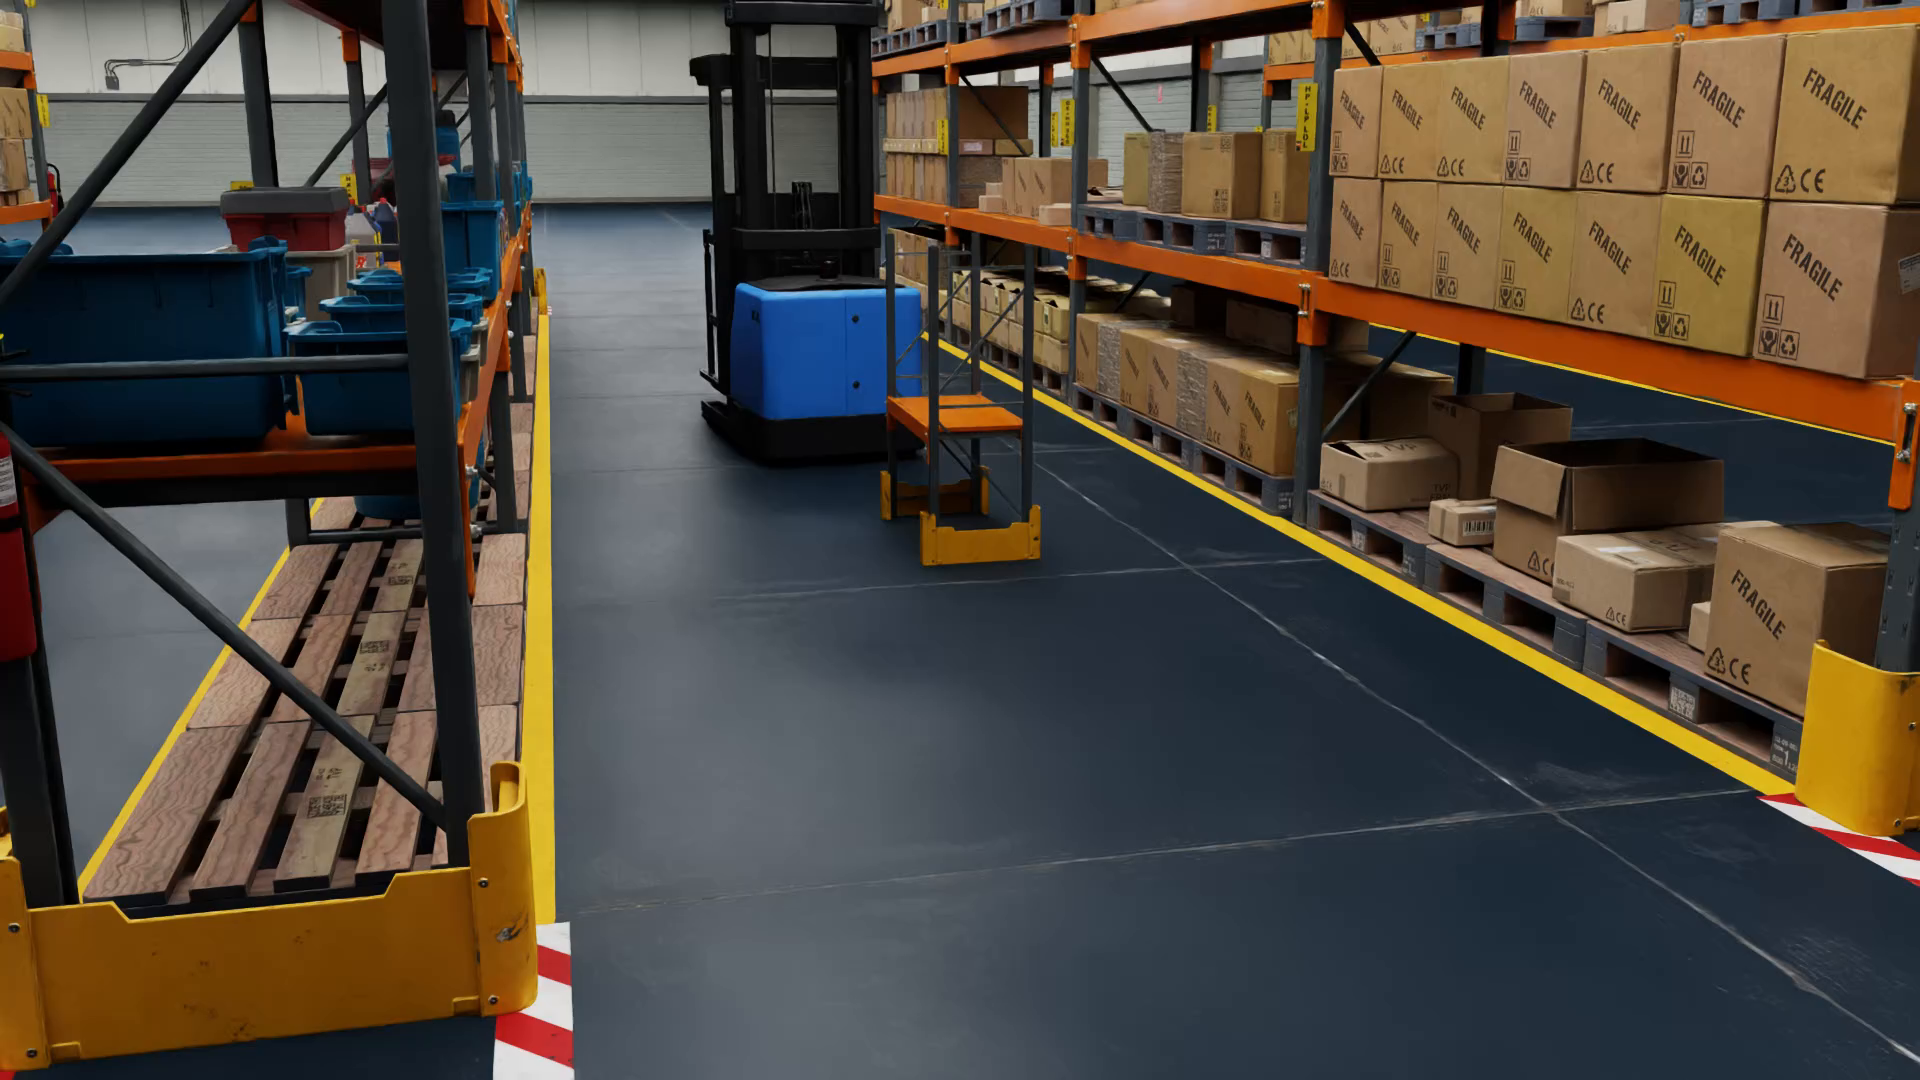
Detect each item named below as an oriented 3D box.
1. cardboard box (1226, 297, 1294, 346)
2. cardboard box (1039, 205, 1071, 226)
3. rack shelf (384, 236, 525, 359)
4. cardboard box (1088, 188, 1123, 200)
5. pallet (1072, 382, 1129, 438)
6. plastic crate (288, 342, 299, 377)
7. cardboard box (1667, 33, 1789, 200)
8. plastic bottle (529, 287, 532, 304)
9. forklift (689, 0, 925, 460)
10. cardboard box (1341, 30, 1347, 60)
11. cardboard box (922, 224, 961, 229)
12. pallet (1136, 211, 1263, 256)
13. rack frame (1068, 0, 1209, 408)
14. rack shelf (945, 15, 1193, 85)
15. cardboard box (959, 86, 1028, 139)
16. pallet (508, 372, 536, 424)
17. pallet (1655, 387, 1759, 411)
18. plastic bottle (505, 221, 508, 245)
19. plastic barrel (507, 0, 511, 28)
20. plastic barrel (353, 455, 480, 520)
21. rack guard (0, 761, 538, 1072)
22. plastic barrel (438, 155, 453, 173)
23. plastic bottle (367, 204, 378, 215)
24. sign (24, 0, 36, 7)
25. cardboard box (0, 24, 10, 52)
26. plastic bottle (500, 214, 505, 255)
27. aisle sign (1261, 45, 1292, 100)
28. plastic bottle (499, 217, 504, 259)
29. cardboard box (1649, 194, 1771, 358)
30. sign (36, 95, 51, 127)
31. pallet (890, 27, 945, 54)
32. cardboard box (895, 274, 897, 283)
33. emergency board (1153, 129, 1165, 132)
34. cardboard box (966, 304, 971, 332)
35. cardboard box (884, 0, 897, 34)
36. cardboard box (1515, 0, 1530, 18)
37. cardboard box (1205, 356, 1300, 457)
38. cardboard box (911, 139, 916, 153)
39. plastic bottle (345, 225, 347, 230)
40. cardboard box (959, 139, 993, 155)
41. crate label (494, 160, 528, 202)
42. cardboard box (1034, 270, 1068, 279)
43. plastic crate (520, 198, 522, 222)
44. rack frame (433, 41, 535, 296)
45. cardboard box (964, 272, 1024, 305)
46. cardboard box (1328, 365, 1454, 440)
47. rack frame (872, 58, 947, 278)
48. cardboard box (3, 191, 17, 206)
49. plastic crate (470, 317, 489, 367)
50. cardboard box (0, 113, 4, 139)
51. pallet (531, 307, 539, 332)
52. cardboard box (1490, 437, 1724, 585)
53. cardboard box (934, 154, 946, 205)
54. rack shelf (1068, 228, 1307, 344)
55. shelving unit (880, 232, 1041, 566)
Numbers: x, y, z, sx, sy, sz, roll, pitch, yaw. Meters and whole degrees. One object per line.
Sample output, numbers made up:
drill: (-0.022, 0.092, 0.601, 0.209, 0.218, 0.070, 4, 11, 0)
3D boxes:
cardboard box: (2.025, -1.397, 10.586, 0.500, 0.250, 0.500, -4, 14, -14)
cardboard box: (0.836, -2.555, 13.093, 0.380, 0.149, 0.250, -3, 14, -13)
rack shelf: (-3.030, -1.399, 9.347, 1.077, 0.370, 4.000, -3, 14, -13)
cardboard box: (1.273, -2.528, 12.641, 0.500, 0.311, 0.500, -2, 14, -10)
pallet: (1.454, -0.956, 11.894, 1.003, 0.211, 1.213, -3, 14, -13)
plastic crate: (-2.043, -0.511, 4.626, 0.396, 0.136, 0.243, -3, 14, -13)
cardboard box: (2.703, -1.377, 5.427, 0.500, 0.500, 0.500, -3, 14, -12)
plastic bottle: (-4.476, -2.524, 17.234, 0.061, 0.283, 0.133, -3, 14, -12)
forklift: (-1.194, -2.227, 11.368, 1.130, 2.935, 3.031, -5, 15, -19)
cardboard box: (4.450, -5.664, 18.716, 0.500, 0.500, 0.500, -2, 14, -10)
cardboard box: (-0.148, -3.456, 19.580, 0.500, 0.500, 0.500, -3, 14, -13)
pallet: (1.777, -1.943, 10.464, 1.003, 0.211, 1.213, -3, 14, -13)
rack frame: (1.316, -2.485, 12.277, 1.000, 3.000, 0.127, -3, 14, -13)
rack shelf: (0.846, -4.054, 13.895, 1.077, 0.370, 4.000, -3, 14, -13)
cardboard box: (0.266, -4.188, 16.306, 0.700, 0.500, 0.500, -3, 14, -13)
pallet: (-3.644, -1.036, 12.222, 1.003, 0.211, 1.213, -3, 14, -13)
pallet: (6.242, -1.221, 12.980, 1.003, 0.211, 1.213, -3, 14, -13)
plastic bottle: (-2.927, -1.963, 10.558, 0.097, 0.201, 0.097, 0, 14, 0)
plastic barrel: (-3.802, -4.426, 12.846, 0.600, 0.901, 0.708, -3, 14, -13)
plastic barrel: (-2.672, -0.598, 8.090, 0.600, 0.901, 0.708, -3, 14, -13)
rack guard: (-1.603, 0.855, 3.873, 1.175, 0.500, 0.348, -3, 14, -13)
plastic barrel: (-4.256, -2.796, 13.265, 0.433, 0.535, 0.433, 0, 14, 0)
plastic bottle: (-3.604, -1.925, 10.246, 0.152, 0.276, 0.135, -3, 14, -13)
sign: (-9.649, -5.693, 17.221, 0.100, 0.325, 0.005, -3, 14, -13)
cardboard box: (-9.713, -4.951, 16.368, 0.500, 0.250, 0.500, -3, 14, -13)
plastic bottle: (-2.722, -1.820, 9.800, 0.061, 0.283, 0.133, -3, 14, -13)
aisle sign: (3.943, -5.870, 20.656, 0.394, 0.787, 0.004, -3, 14, -13)
plastic bottle: (-2.647, -1.746, 9.500, 0.061, 0.283, 0.133, -3, 14, -13)
cardboard box: (2.700, -0.895, 5.561, 0.500, 0.500, 0.500, -3, 14, -13)
sign: (-9.649, -4.521, 17.507, 0.100, 0.325, 0.005, -3, 14, -13)
pallet: (-0.132, -5.298, 17.658, 1.003, 0.211, 1.213, -3, 14, -13)
cardboard box: (-0.532, -2.947, 19.079, 0.500, 0.250, 0.500, -3, 14, -13)
emergency board: (3.304, -6.450, 28.509, 0.194, 1.169, 0.643, -3, 14, -13)
cardboard box: (0.349, -2.051, 15.410, 0.500, 0.250, 0.500, -3, 14, -12)
cardboard box: (-0.432, -5.977, 18.853, 0.797, 0.503, 0.637, -2, 14, -9)
cardboard box: (5.386, -5.030, 15.676, 0.500, 0.311, 0.500, -3, 14, -11)
cardboard box: (1.753, -0.774, 9.614, 0.500, 0.500, 0.500, -3, 14, -13)
cardboard box: (-0.320, -4.237, 17.871, 0.380, 0.149, 0.250, -3, 14, -13)
plastic bottle: (-3.138, -1.499, 8.347, 0.144, 0.351, 0.185, -3, 14, -13)
cardboard box: (0.104, -3.822, 16.173, 0.380, 0.149, 0.250, -3, 14, -13)
crate label: (-4.684, -3.663, 17.024, 0.502, 0.435, 0.616, -3, 14, -13)
cardboard box: (0.878, -2.351, 15.457, 0.500, 0.311, 0.500, -3, 14, -12)
plastic crate: (-3.756, -2.643, 13.373, 0.450, 0.188, 0.662, -3, 14, -13)
rack frame: (-5.379, -4.055, 18.704, 1.000, 3.000, 0.127, -3, 14, -13)
cardboard box: (0.344, -2.323, 15.343, 0.500, 0.311, 0.500, -3, 14, -14)
cardboard box: (2.378, -0.687, 9.257, 0.500, 0.500, 0.500, -4, 14, -16)
rack frame: (-0.563, -4.330, 19.831, 1.000, 3.000, 0.127, -3, 14, -13)
cardboard box: (-9.715, -3.432, 16.682, 0.380, 0.149, 0.250, -3, 14, -13)
plastic crate: (-1.513, -0.575, 4.891, 0.250, 0.136, 0.298, -3, 14, -13)
cardboard box: (-9.586, -4.114, 16.002, 0.500, 0.500, 0.500, -3, 14, -13)
pallet: (-4.847, -2.217, 17.056, 1.003, 0.211, 1.213, -3, 14, -13)
cardboard box: (2.701, -0.130, 6.971, 0.797, 0.503, 0.637, -3, 14, -13)
cardboard box: (0.136, -3.679, 16.956, 0.700, 0.500, 0.500, -3, 14, -14)
rack shelf: (1.785, -1.674, 10.474, 1.077, 0.370, 4.000, -3, 14, -13)
shelving unit: (-0.018, -0.746, 8.321, 0.587, 1.500, 1.083, -3, 14, -13)
